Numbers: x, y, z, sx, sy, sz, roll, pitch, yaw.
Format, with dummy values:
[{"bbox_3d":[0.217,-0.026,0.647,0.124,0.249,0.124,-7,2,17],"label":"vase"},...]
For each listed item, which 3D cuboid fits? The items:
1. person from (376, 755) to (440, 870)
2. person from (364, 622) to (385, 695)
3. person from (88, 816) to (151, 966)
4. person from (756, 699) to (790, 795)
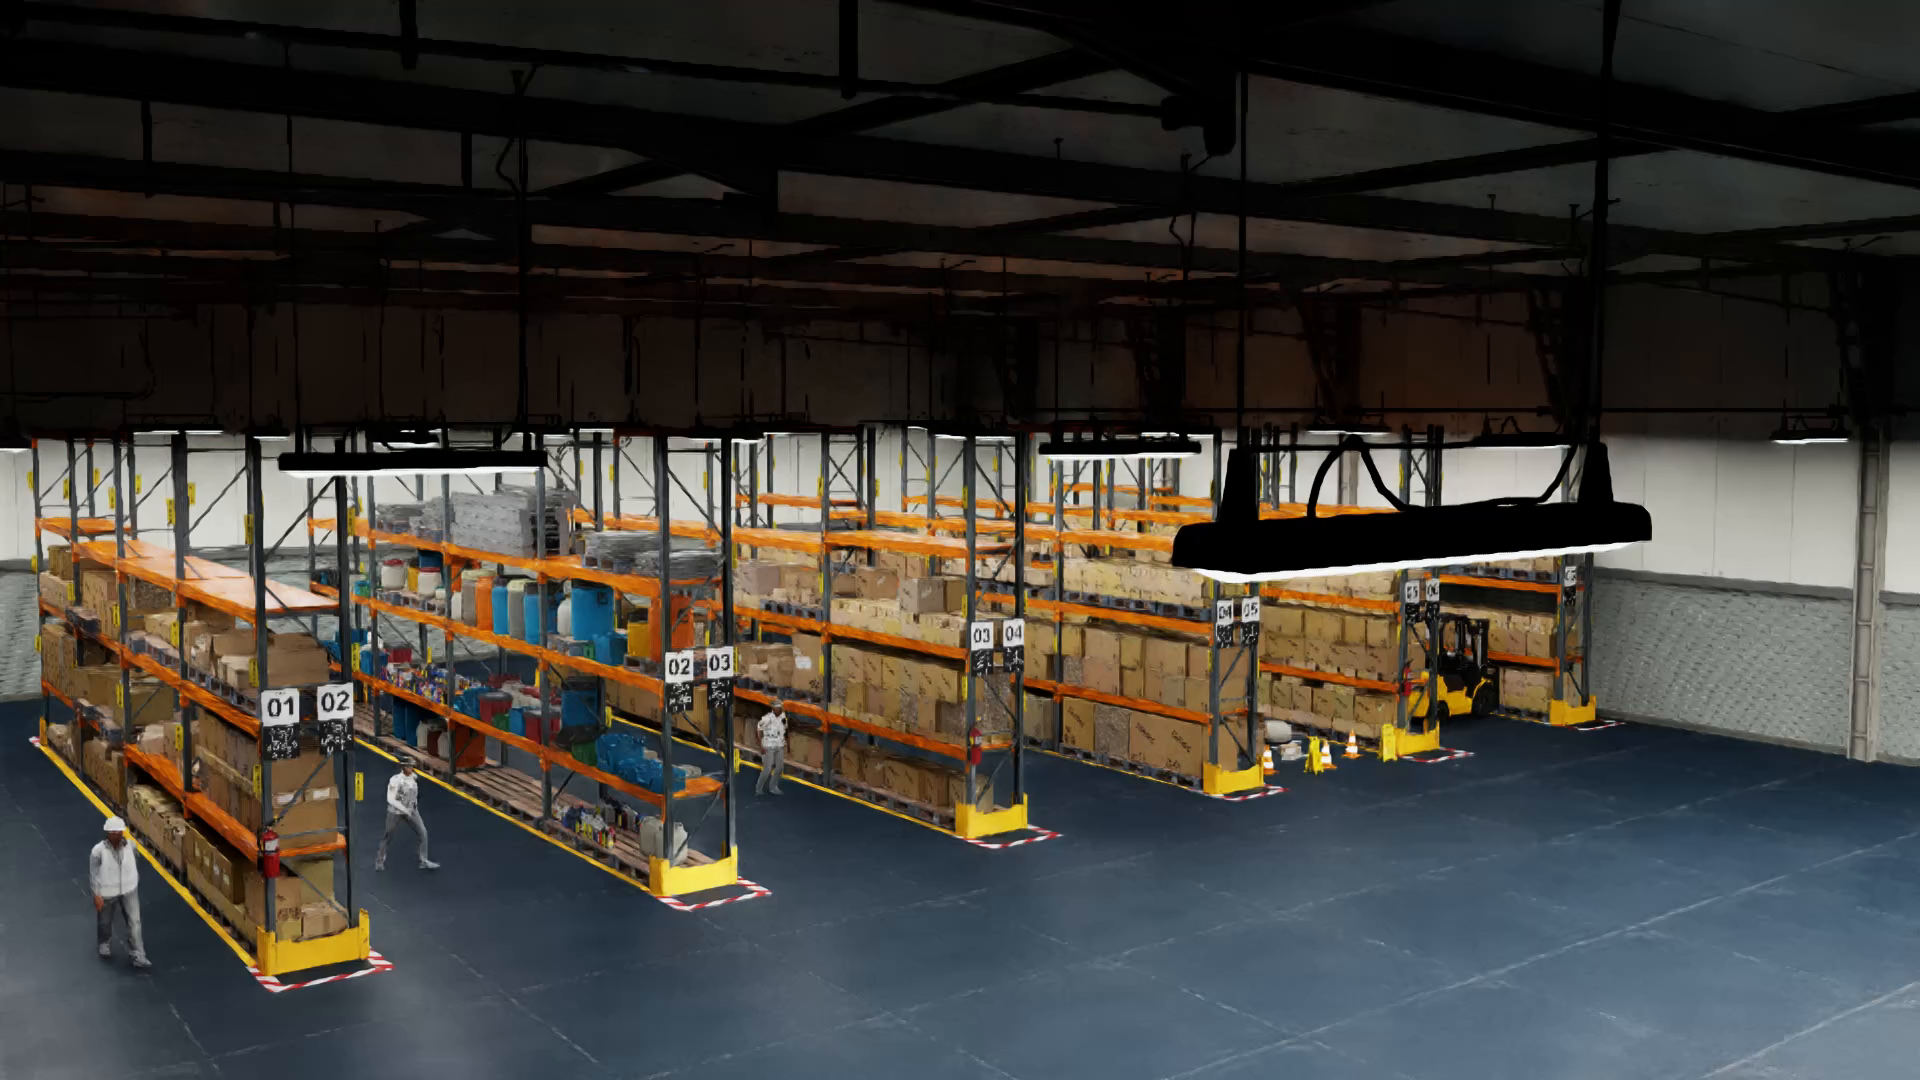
[{"bbox_3d":[-7.654,3.726,22.835,0.807,1.610,0.639,3,6,36],"label":"person"},{"bbox_3d":[-13.019,2.630,36.718,0.476,1.662,0.686,0,4,0],"label":"person"},{"bbox_3d":[-9.622,3.976,18.951,0.546,1.695,1.106,-4,6,-39],"label":"person"},{"bbox_3d":[-3.075,3.382,27.307,0.592,1.630,0.532,-3,6,-37],"label":"person"}]
